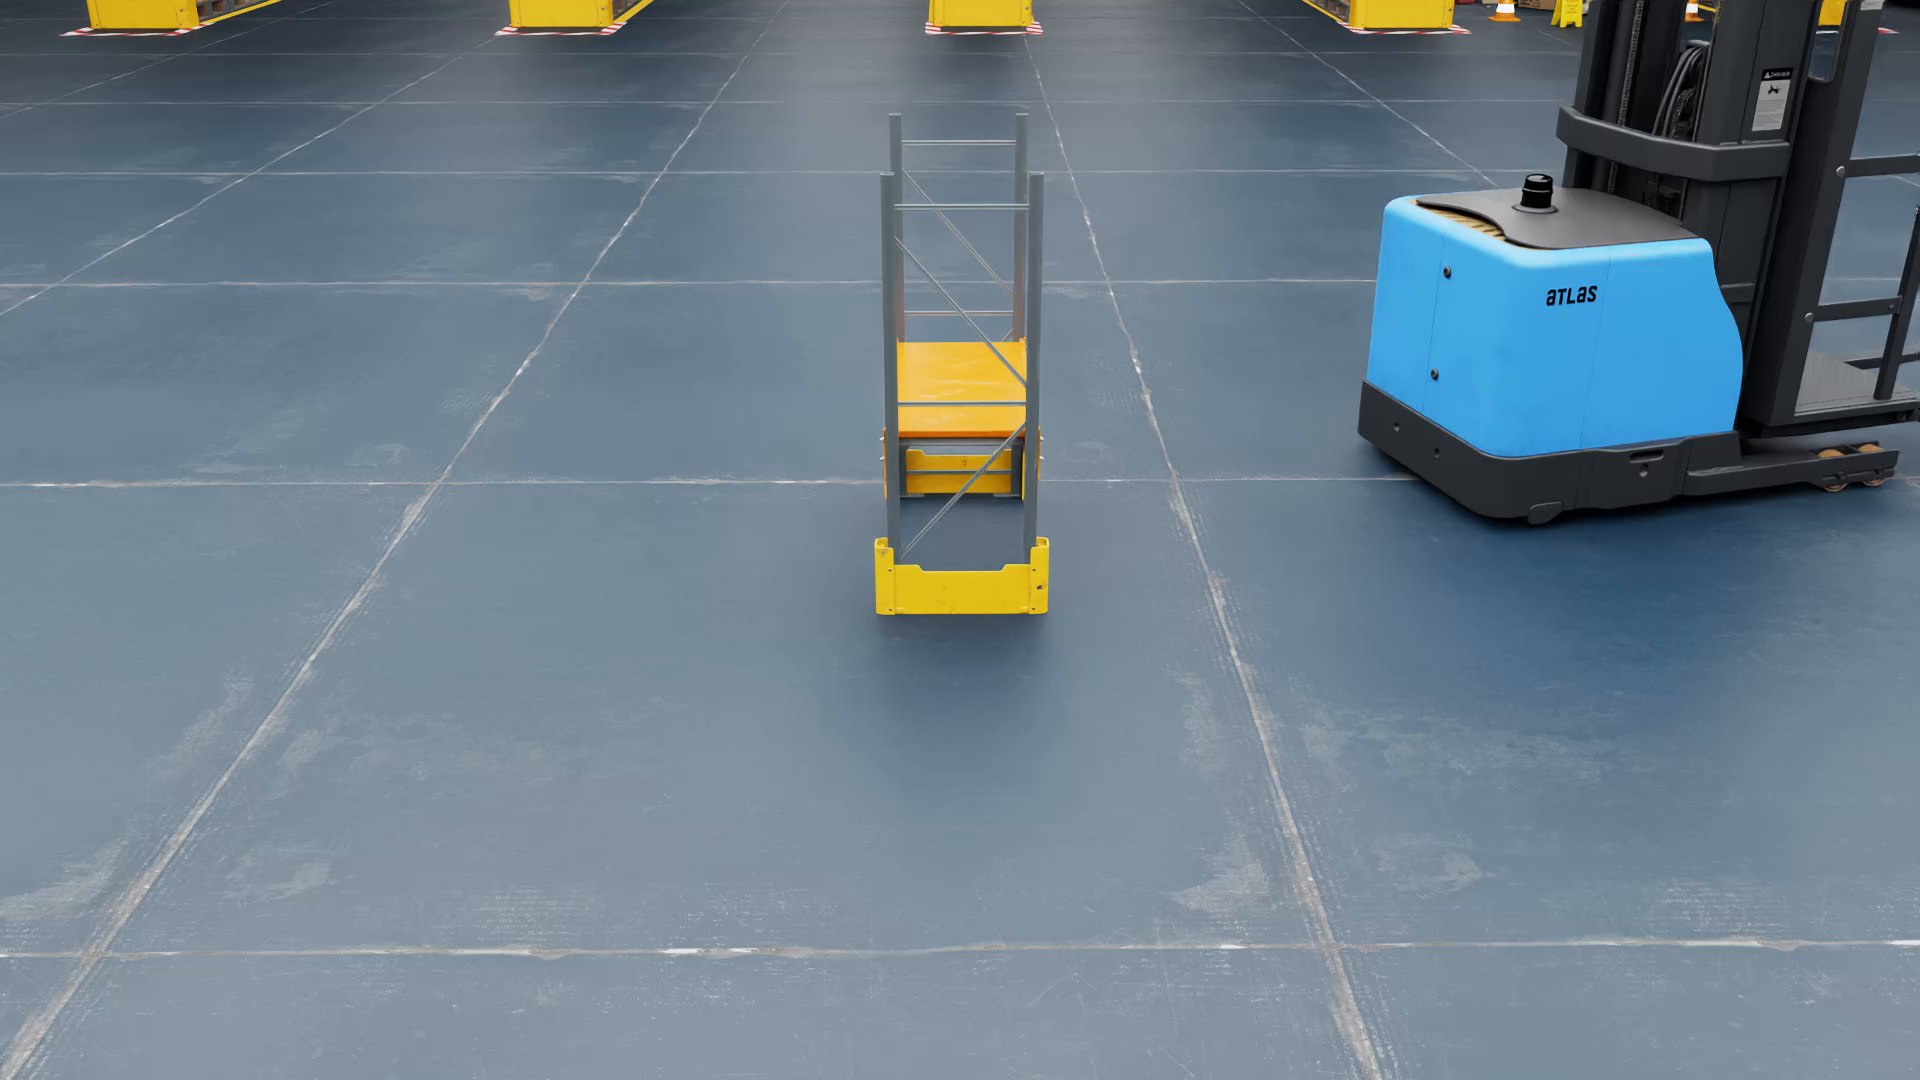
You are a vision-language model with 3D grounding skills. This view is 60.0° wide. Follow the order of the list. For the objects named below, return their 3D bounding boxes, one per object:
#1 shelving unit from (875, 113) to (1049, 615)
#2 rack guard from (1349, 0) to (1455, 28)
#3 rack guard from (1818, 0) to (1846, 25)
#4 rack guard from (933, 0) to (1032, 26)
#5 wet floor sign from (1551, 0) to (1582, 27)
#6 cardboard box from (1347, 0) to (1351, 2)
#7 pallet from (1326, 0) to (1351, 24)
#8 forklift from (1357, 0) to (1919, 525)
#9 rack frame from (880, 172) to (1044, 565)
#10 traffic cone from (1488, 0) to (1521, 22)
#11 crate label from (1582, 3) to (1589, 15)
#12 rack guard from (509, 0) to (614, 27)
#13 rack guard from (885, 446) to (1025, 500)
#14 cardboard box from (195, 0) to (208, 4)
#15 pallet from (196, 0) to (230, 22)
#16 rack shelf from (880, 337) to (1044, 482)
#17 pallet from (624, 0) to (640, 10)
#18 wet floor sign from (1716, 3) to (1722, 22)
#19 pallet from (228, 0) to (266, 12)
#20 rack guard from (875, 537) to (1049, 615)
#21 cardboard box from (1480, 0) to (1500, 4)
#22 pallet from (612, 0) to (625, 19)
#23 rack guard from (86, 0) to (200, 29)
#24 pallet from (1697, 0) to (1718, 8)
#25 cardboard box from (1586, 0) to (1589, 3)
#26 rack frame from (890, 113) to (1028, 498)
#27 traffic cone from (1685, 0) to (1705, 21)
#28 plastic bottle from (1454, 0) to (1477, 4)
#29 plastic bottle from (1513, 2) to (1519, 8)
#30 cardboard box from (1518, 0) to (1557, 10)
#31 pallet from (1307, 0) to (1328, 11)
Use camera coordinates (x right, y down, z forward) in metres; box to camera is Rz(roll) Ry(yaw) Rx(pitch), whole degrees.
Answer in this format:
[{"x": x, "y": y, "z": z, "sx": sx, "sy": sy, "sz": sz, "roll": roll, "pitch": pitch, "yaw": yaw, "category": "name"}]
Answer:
[{"x": 0.001, "y": -0.652, "z": 5.871, "sx": 0.587, "sy": 1.500, "sz": 1.083, "roll": 0, "pitch": 24, "yaw": -1, "category": "shelving unit"}, {"x": 5.224, "y": -6.334, "z": 19.649, "sx": 1.175, "sy": 0.500, "sz": 0.348, "roll": 0, "pitch": 24, "yaw": -1, "category": "rack guard"}, {"x": 10.172, "y": -6.439, "z": 19.881, "sx": 1.175, "sy": 0.500, "sz": 0.348, "roll": 0, "pitch": 24, "yaw": -1, "category": "rack guard"}, {"x": 0.262, "y": -6.395, "z": 19.782, "sx": 1.175, "sy": 0.500, "sz": 0.348, "roll": 0, "pitch": 24, "yaw": -1, "category": "rack guard"}, {"x": 7.204, "y": -6.407, "z": 19.634, "sx": 0.267, "sy": 0.644, "sz": 0.232, "roll": -4, "pitch": 25, "yaw": -10, "category": "wet floor sign"}, {"x": 5.150, "y": -6.985, "z": 20.124, "sx": 0.875, "sy": 0.875, "sz": 0.875, "roll": 0, "pitch": 24, "yaw": 0, "category": "cardboard box"}, {"x": 5.137, "y": -6.542, "z": 20.458, "sx": 1.003, "sy": 0.211, "sz": 1.213, "roll": 0, "pitch": 24, "yaw": -1, "category": "pallet"}, {"x": 3.269, "y": -1.729, "z": 6.517, "sx": 3.031, "sy": 2.935, "sz": 1.130, "roll": -7, "pitch": 25, "yaw": -16, "category": "forklift"}, {"x": 0.006, "y": -0.439, "z": 5.400, "sx": 0.500, "sy": 1.500, "sz": 0.032, "roll": 0, "pitch": 24, "yaw": -1, "category": "rack frame"}, {"x": 6.638, "y": -6.552, "z": 20.176, "sx": 0.336, "sy": 0.463, "sz": 0.334, "roll": 0, "pitch": 24, "yaw": -1, "category": "traffic cone"}, {"x": 7.701, "y": -6.593, "z": 20.660, "sx": 0.250, "sy": 0.136, "sz": 0.298, "roll": -14, "pitch": 28, "yaw": -28, "category": "crate label"}, {"x": -4.737, "y": -6.372, "z": 19.733, "sx": 1.175, "sy": 0.500, "sz": 0.348, "roll": 0, "pitch": 24, "yaw": -1, "category": "rack guard"}, {"x": -0.005, "y": -0.288, "z": 6.583, "sx": 0.587, "sy": 0.250, "sz": 0.087, "roll": 0, "pitch": 24, "yaw": -1, "category": "rack guard"}, {"x": -9.426, "y": -6.620, "z": 20.074, "sx": 0.500, "sy": 0.250, "sz": 0.500, "roll": 0, "pitch": 24, "yaw": -1, "category": "cardboard box"}, {"x": -9.693, "y": -6.504, "z": 20.374, "sx": 1.003, "sy": 0.211, "sz": 1.213, "roll": 0, "pitch": 24, "yaw": -1, "category": "pallet"}, {"x": 0.001, "y": -0.484, "z": 5.937, "sx": 0.538, "sy": 0.185, "sz": 1.000, "roll": 0, "pitch": 24, "yaw": -1, "category": "rack shelf"}, {"x": -4.751, "y": -7.077, "z": 21.641, "sx": 1.003, "sy": 0.211, "sz": 1.213, "roll": 0, "pitch": 24, "yaw": -1, "category": "pallet"}, {"x": 9.105, "y": -6.391, "z": 19.598, "sx": 0.267, "sy": 0.644, "sz": 0.232, "roll": 8, "pitch": 26, "yaw": 18, "category": "wet floor sign"}, {"x": -9.703, "y": -7.005, "z": 21.483, "sx": 1.003, "sy": 0.211, "sz": 1.213, "roll": 0, "pitch": 24, "yaw": -1, "category": "pallet"}, {"x": 0.006, "y": 0.123, "z": 5.675, "sx": 0.587, "sy": 0.250, "sz": 0.087, "roll": 0, "pitch": 24, "yaw": -1, "category": "rack guard"}, {"x": 7.041, "y": -7.186, "z": 21.815, "sx": 0.396, "sy": 0.266, "sz": 0.258, "roll": 4, "pitch": 25, "yaw": 9, "category": "cardboard box"}, {"x": -4.741, "y": -6.575, "z": 20.532, "sx": 1.003, "sy": 0.211, "sz": 1.213, "roll": 0, "pitch": 24, "yaw": -1, "category": "pallet"}, {"x": -9.642, "y": -6.311, "z": 19.596, "sx": 1.175, "sy": 0.500, "sz": 0.348, "roll": 0, "pitch": 24, "yaw": -1, "category": "rack guard"}, {"x": 10.188, "y": -7.144, "z": 21.790, "sx": 1.003, "sy": 0.211, "sz": 1.213, "roll": 0, "pitch": 24, "yaw": -1, "category": "pallet"}, {"x": 8.138, "y": -6.779, "z": 21.057, "sx": 0.380, "sy": 0.149, "sz": 0.250, "roll": 13, "pitch": 27, "yaw": 27, "category": "cardboard box"}, {"x": -0.005, "y": -0.858, "z": 6.326, "sx": 0.500, "sy": 1.500, "sz": 0.032, "roll": 0, "pitch": 24, "yaw": -1, "category": "rack frame"}, {"x": 8.878, "y": -6.562, "z": 20.198, "sx": 0.336, "sy": 0.463, "sz": 0.334, "roll": 0, "pitch": 24, "yaw": -1, "category": "traffic cone"}, {"x": 6.623, "y": -7.057, "z": 21.779, "sx": 0.283, "sy": 0.061, "sz": 0.133, "roll": -9, "pitch": 26, "yaw": -19, "category": "plastic bottle"}, {"x": 7.065, "y": -6.908, "z": 21.450, "sx": 0.133, "sy": 0.061, "sz": 0.283, "roll": -9, "pitch": 26, "yaw": -19, "category": "plastic bottle"}, {"x": 7.622, "y": -7.122, "z": 21.386, "sx": 0.797, "sy": 0.503, "sz": 0.637, "roll": -19, "pitch": 31, "yaw": -36, "category": "cardboard box"}, {"x": 5.127, "y": -7.043, "z": 21.566, "sx": 1.003, "sy": 0.211, "sz": 1.213, "roll": 0, "pitch": 24, "yaw": -1, "category": "pallet"}]
